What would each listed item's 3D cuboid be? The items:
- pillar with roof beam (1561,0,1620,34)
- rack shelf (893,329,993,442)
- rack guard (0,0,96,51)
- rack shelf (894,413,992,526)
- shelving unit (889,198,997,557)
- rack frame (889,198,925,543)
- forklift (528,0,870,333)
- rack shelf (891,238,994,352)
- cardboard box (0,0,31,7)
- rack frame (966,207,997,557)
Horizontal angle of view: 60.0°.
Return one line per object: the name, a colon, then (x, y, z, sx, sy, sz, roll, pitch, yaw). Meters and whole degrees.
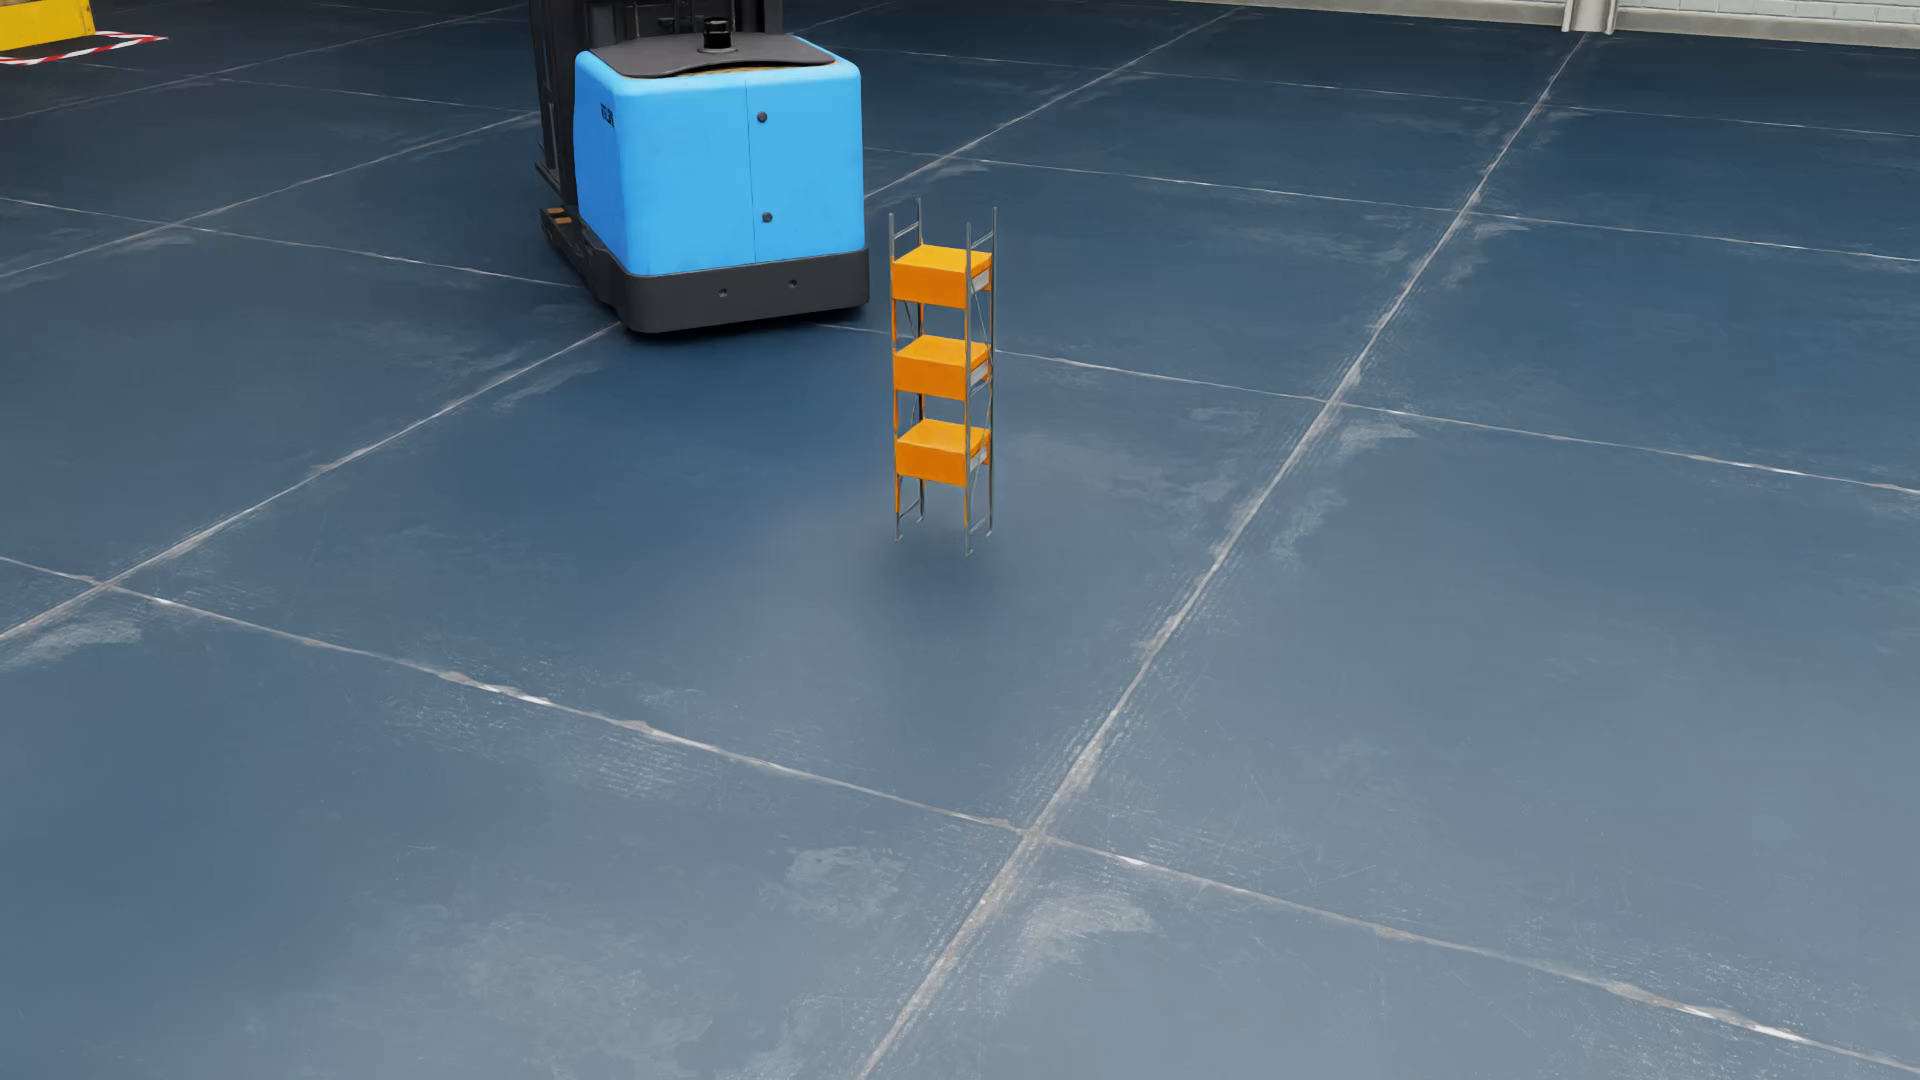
pillar with roof beam: (3.478, -6.576, 8.419, 0.400, 9.000, 9.100, 11, 28, 22)
rack shelf: (-0.049, -0.471, 5.043, 0.240, 0.259, 0.215, 11, 28, 22)
rack guard: (-7.523, -4.216, 13.247, 0.348, 0.500, 1.175, 11, 28, 22)
rack shelf: (-0.049, -0.222, 5.165, 0.240, 0.259, 0.215, 11, 28, 22)
shelving unit: (-0.049, -0.481, 5.038, 0.252, 1.050, 0.215, 11, 28, 22)
rack frame: (-0.160, -0.503, 5.083, 0.008, 1.050, 0.200, 11, 28, 22)
forklift: (-1.437, -2.788, 7.594, 1.130, 2.935, 3.031, -11, 28, -21)
rack shelf: (-0.049, -0.726, 4.917, 0.240, 0.259, 0.215, 11, 28, 22)
cardboard box: (-8.074, -4.537, 13.706, 0.500, 0.250, 0.500, 11, 28, 21)
rack frame: (0.062, -0.458, 4.993, 0.008, 1.050, 0.200, 11, 28, 22)
